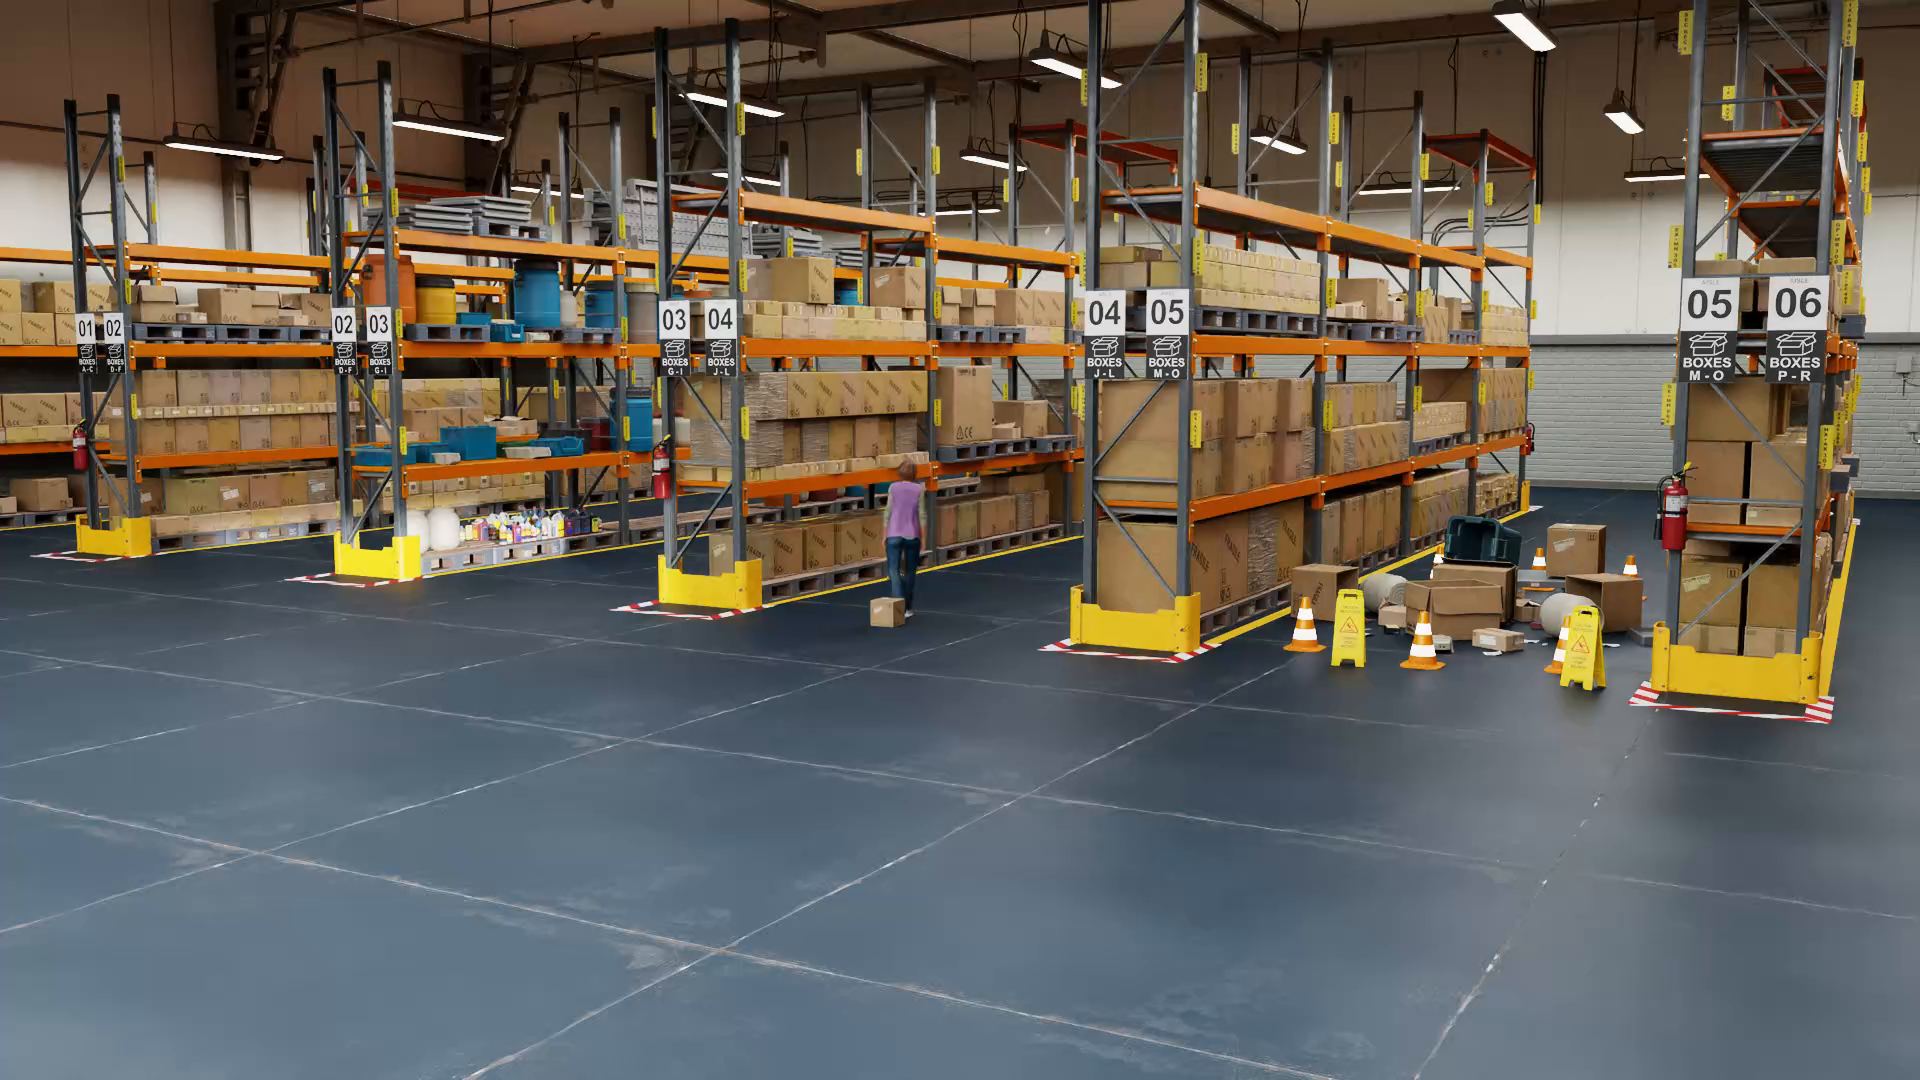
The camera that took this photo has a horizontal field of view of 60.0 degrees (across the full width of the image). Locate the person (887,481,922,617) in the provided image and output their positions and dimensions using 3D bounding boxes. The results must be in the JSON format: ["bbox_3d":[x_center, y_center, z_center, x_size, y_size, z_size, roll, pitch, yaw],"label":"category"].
[{"bbox_3d":[-0.588,0.105,16.604,0.418,1.370,0.513,0,6,-4],"label":"person"}]
